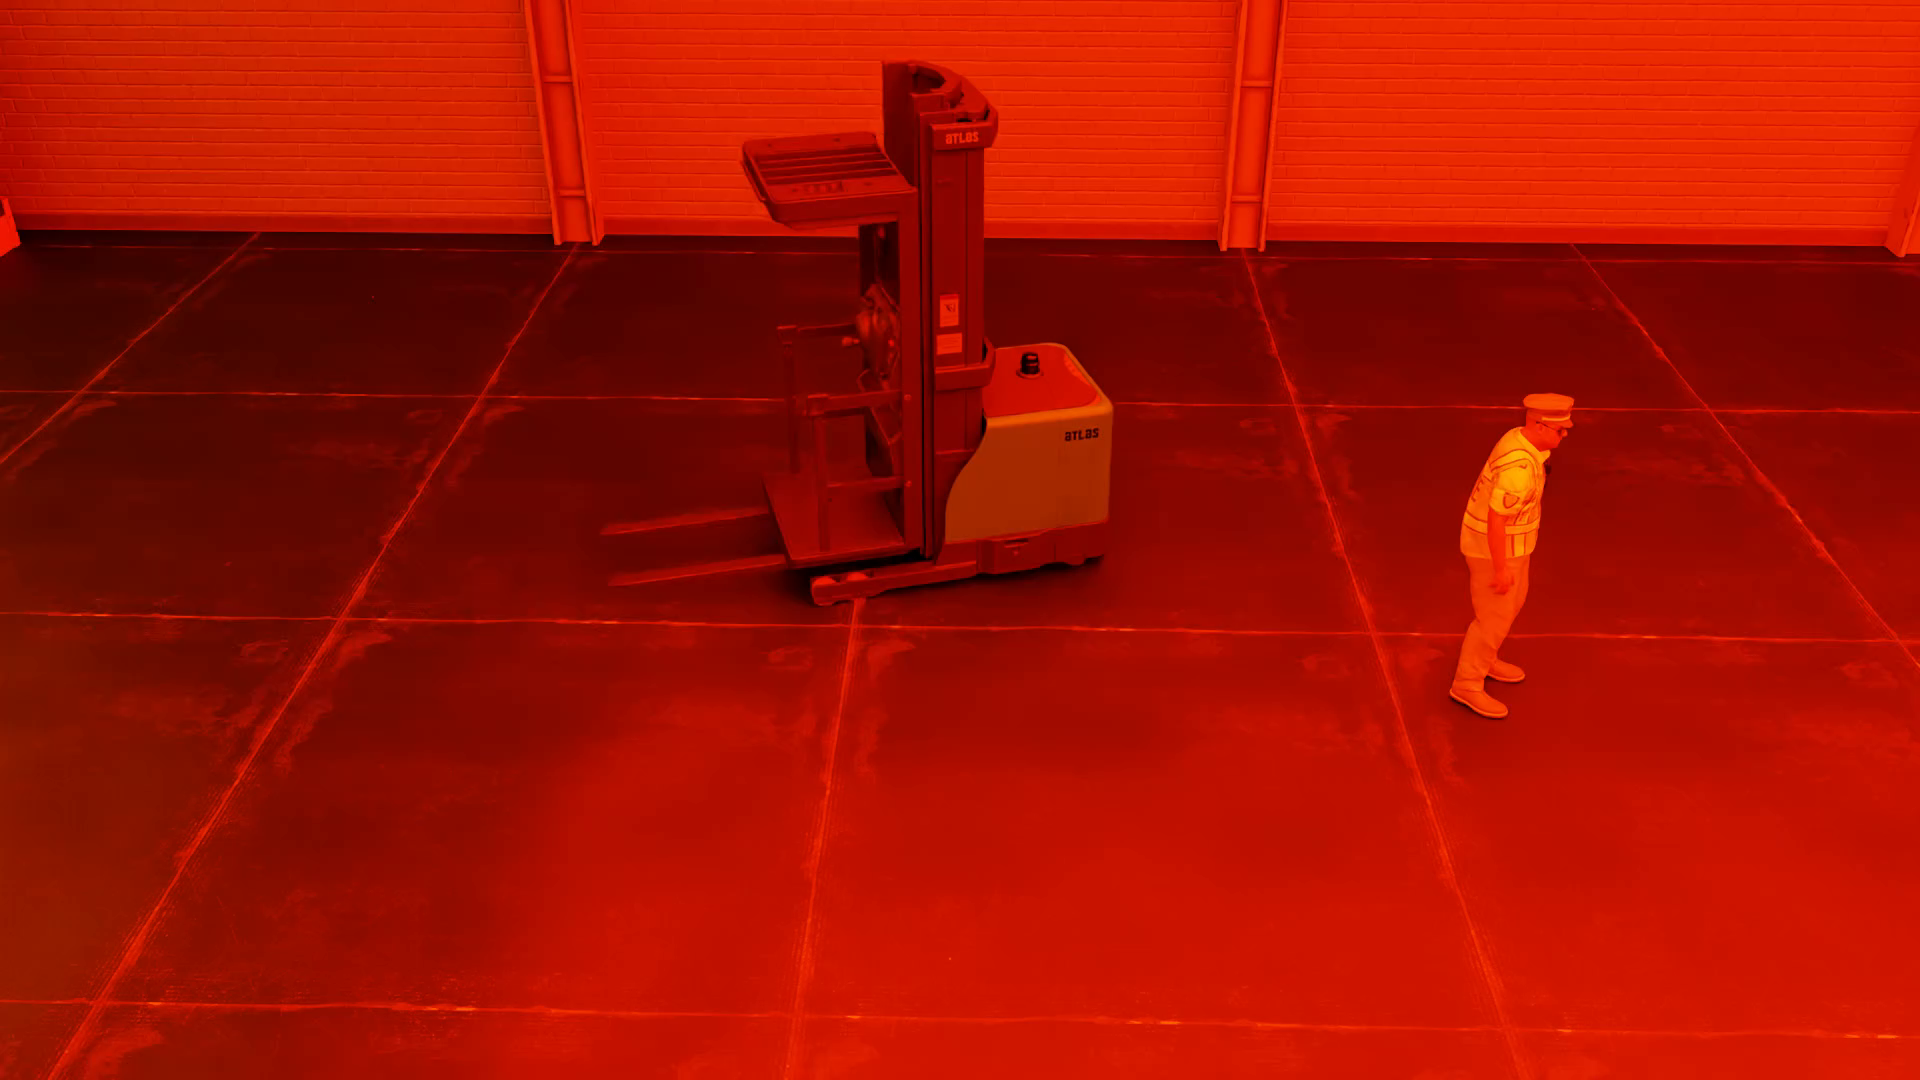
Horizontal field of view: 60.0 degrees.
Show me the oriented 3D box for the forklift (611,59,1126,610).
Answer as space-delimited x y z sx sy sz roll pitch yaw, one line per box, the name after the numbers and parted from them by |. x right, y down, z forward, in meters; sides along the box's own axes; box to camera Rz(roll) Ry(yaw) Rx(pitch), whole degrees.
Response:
-0.569 -1.153 9.570 3.031 2.935 1.130 -11 32 -18 | forklift

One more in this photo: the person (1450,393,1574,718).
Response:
2.854 0.034 8.717 0.438 1.750 0.607 15 34 23 | person
